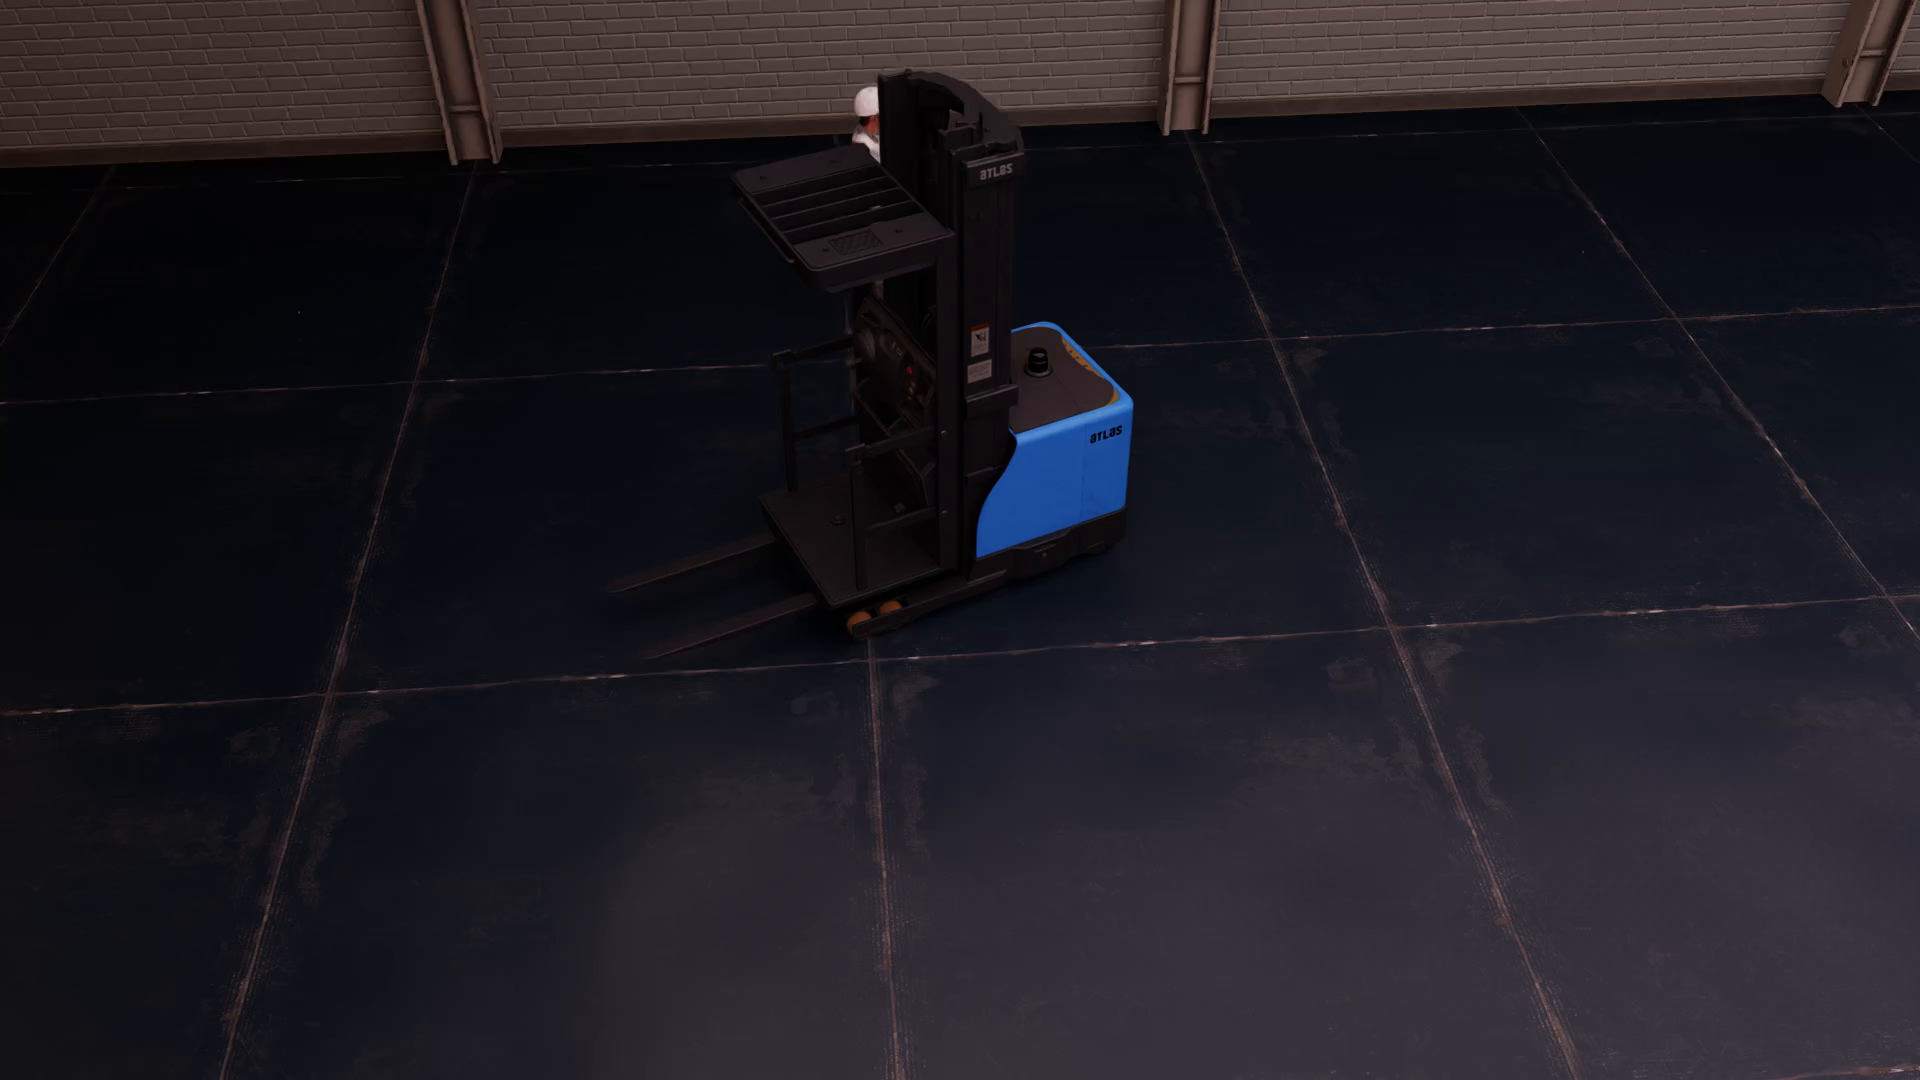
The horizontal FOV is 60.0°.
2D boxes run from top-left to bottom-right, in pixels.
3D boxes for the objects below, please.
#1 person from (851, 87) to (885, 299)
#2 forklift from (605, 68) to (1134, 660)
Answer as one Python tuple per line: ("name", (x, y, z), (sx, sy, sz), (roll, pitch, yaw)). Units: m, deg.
("person", (-0.541, -2.320, 11.550), (0.408, 1.762, 0.700), (-2, 41, -2))
("forklift", (-0.541, -0.933, 9.029), (3.031, 2.935, 1.130), (-18, 44, -20))
